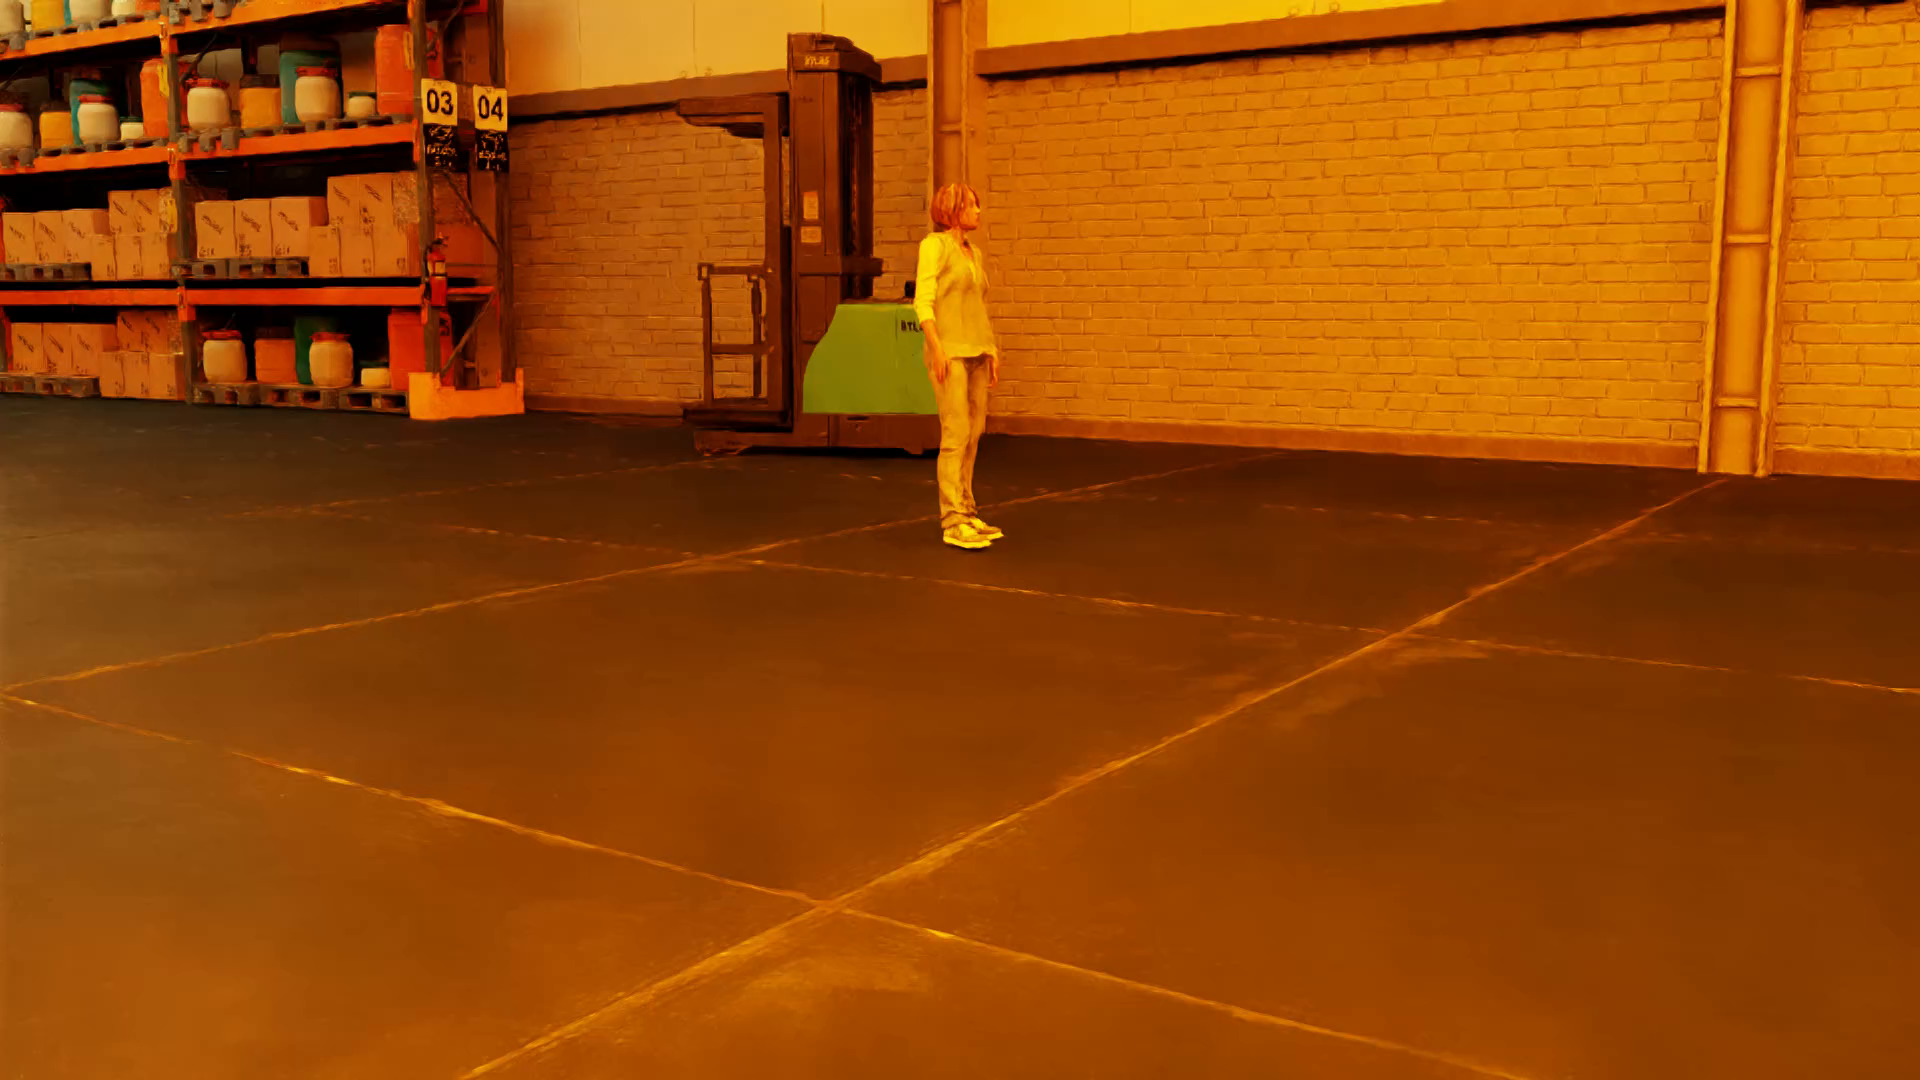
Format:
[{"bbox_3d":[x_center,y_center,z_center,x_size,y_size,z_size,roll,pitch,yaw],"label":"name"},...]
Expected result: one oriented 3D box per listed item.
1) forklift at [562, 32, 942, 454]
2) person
[{"bbox_3d":[-1.428,-2.135,12.204,3.031,2.935,1.130,2,8,14],"label":"forklift"},{"bbox_3d":[0.054,-0.790,7.438,0.474,1.597,0.521,5,10,34],"label":"person"}]
